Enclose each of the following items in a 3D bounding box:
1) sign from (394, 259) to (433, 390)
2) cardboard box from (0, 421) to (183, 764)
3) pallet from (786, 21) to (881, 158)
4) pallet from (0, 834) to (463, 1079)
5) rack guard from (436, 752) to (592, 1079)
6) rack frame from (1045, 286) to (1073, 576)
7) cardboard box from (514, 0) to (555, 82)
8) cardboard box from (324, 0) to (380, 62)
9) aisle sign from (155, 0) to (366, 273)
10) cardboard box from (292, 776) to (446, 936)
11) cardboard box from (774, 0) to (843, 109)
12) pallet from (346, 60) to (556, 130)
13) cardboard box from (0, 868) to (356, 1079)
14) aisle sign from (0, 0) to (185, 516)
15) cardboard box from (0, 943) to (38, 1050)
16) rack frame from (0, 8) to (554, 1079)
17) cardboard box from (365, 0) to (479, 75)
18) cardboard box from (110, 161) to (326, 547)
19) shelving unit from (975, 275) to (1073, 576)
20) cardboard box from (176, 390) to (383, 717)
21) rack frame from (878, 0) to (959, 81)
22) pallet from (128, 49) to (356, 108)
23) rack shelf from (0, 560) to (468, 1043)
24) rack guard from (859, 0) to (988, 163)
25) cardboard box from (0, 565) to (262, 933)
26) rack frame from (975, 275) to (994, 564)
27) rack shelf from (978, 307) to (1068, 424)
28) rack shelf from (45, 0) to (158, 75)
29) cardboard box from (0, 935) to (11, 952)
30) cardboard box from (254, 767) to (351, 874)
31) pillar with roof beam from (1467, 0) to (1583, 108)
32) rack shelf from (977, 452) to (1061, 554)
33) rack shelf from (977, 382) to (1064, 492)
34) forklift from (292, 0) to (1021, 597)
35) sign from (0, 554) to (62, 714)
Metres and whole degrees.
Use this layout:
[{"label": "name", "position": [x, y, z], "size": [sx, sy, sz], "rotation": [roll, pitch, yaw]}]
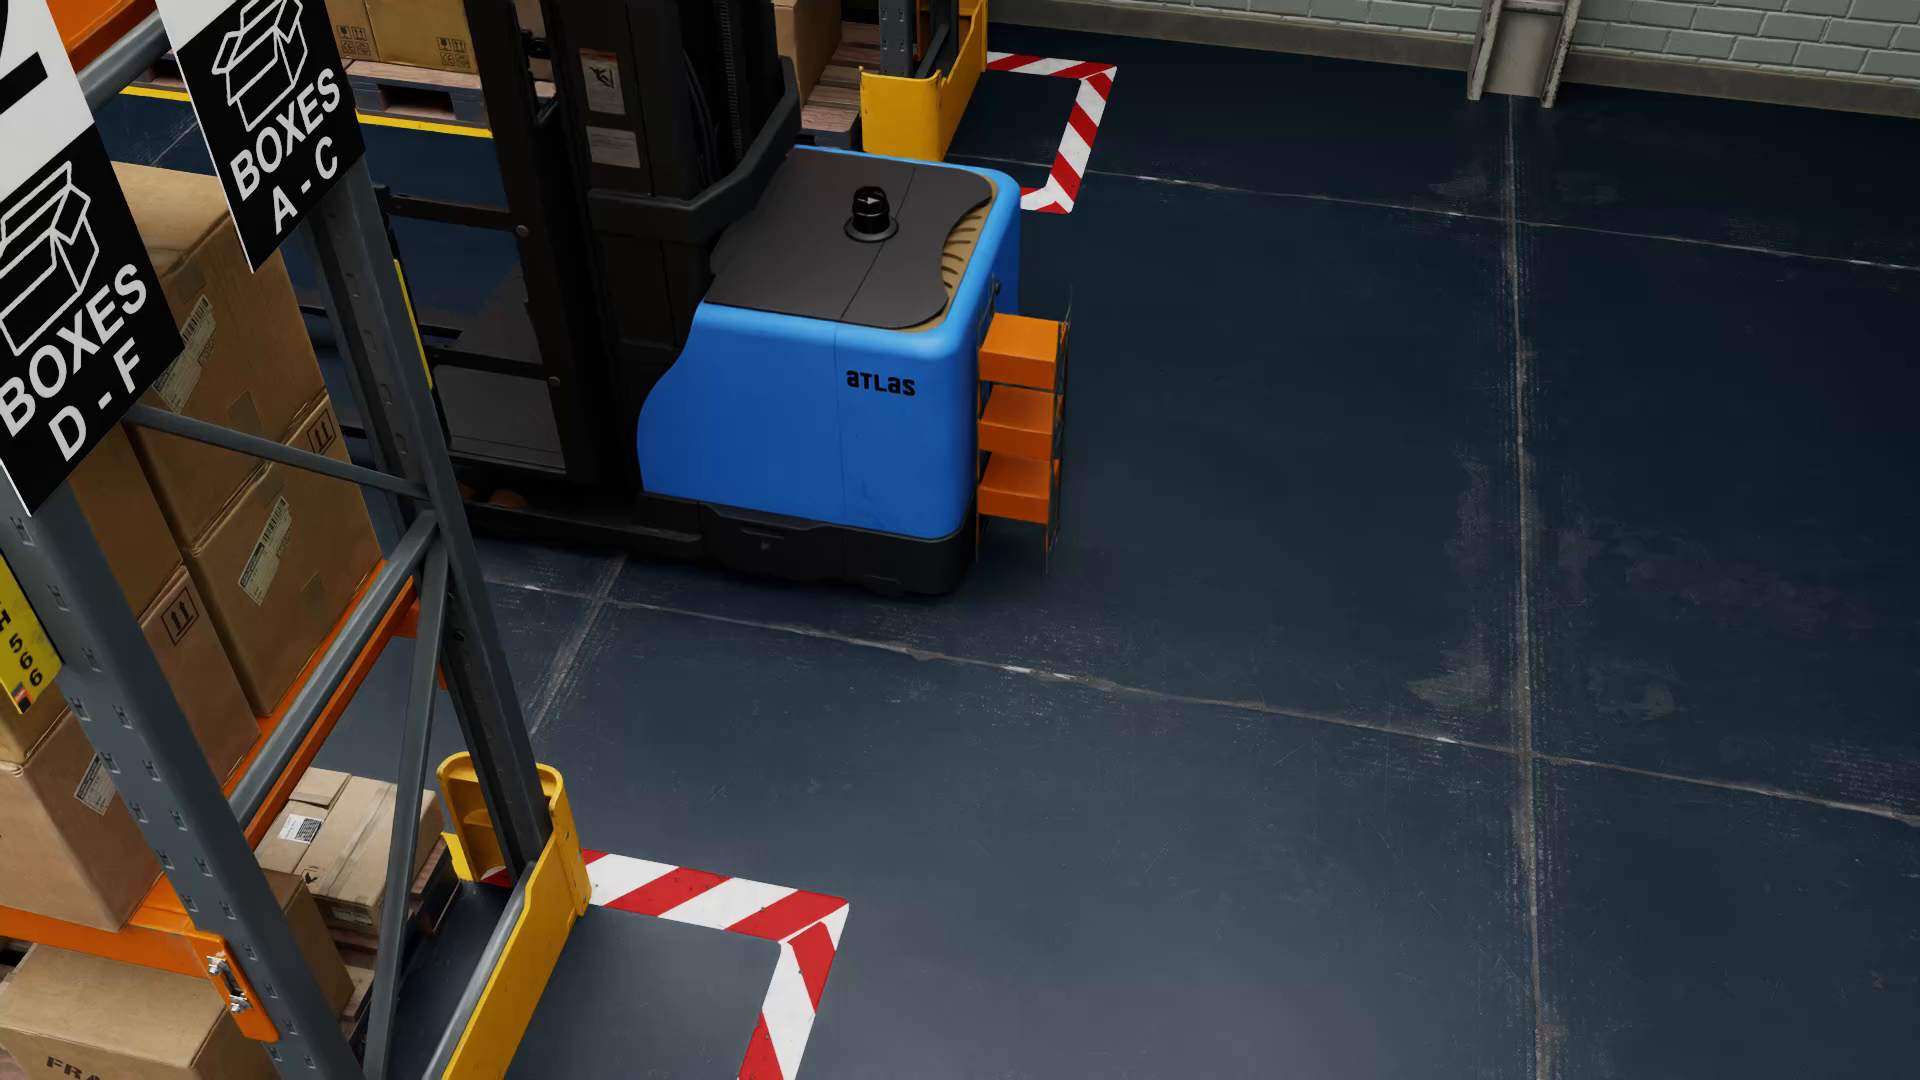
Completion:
[{"label": "sign", "position": [-1.133, -0.410, 3.389], "size": [0.005, 0.325, 0.100], "rotation": [9, 45, 9]}, {"label": "cardboard box", "position": [-1.746, -0.008, 2.803], "size": [0.500, 0.500, 0.500], "rotation": [8, 45, 9]}, {"label": "pallet", "position": [-0.971, -2.147, 7.829], "size": [1.213, 0.211, 1.003], "rotation": [9, 45, 9]}, {"label": "pallet", "position": [-2.104, 1.142, 4.411], "size": [1.213, 0.211, 1.003], "rotation": [9, 45, 9]}, {"label": "rack guard", "position": [-1.325, 1.158, 4.186], "size": [0.348, 0.500, 1.175], "rotation": [9, 45, 9]}, {"label": "rack frame", "position": [0.315, -0.325, 5.330], "size": [0.008, 1.050, 0.200], "rotation": [10, 45, 10]}, {"label": "cardboard box", "position": [-1.857, -2.524, 7.709], "size": [0.500, 0.500, 0.700], "rotation": [7, 44, 8]}, {"label": "cardboard box", "position": [-2.880, -2.679, 7.870], "size": [0.500, 0.500, 0.700], "rotation": [8, 45, 9]}, {"label": "aisle sign", "position": [-1.121, -0.856, 2.602], "size": [0.004, 0.787, 0.394], "rotation": [9, 45, 9]}, {"label": "cardboard box", "position": [-1.585, 0.842, 4.451], "size": [0.250, 0.149, 0.380], "rotation": [9, 45, 9]}, {"label": "cardboard box", "position": [-0.878, -2.373, 7.552], "size": [0.500, 0.500, 0.700], "rotation": [9, 45, 9]}, {"label": "pallet", "position": [-2.157, -2.334, 8.022], "size": [1.213, 0.211, 1.003], "rotation": [9, 45, 9]}, {"label": "cardboard box", "position": [-1.836, 1.096, 3.934], "size": [0.500, 0.500, 0.500], "rotation": [9, 45, 9]}, {"label": "aisle sign", "position": [-1.252, -0.450, 2.180], "size": [0.004, 0.787, 0.394], "rotation": [9, 45, 9]}, {"label": "cardboard box", "position": [-2.211, 1.094, 4.177], "size": [0.250, 0.166, 0.380], "rotation": [9, 45, 9]}, {"label": "rack frame", "position": [-1.251, 0.269, 3.307], "size": [0.127, 3.000, 1.000], "rotation": [9, 45, 9]}, {"label": "cardboard box", "position": [-2.379, -2.600, 7.788], "size": [0.500, 0.500, 0.700], "rotation": [10, 45, 10]}, {"label": "cardboard box", "position": [-1.627, -0.373, 3.181], "size": [0.500, 0.500, 0.500], "rotation": [10, 45, 10]}, {"label": "shelving unit", "position": [0.197, -0.345, 5.351], "size": [0.252, 1.050, 0.215], "rotation": [10, 45, 10]}, {"label": "cardboard box", "position": [-1.627, -0.013, 3.528], "size": [0.500, 0.500, 0.500], "rotation": [10, 45, 10]}, {"label": "rack frame", "position": [-0.173, -3.084, 6.791], "size": [0.127, 3.000, 1.000], "rotation": [9, 45, 9]}, {"label": "pallet", "position": [-3.352, -2.517, 8.213], "size": [1.213, 0.211, 1.003], "rotation": [9, 45, 9]}, {"label": "rack shelf", "position": [-3.203, 0.225, 3.872], "size": [4.000, 0.370, 1.077], "rotation": [9, 45, 9]}, {"label": "rack guard", "position": [-0.150, -2.180, 7.654], "size": [0.348, 0.500, 1.175], "rotation": [9, 45, 9]}, {"label": "cardboard box", "position": [-1.748, 0.349, 3.152], "size": [0.500, 0.500, 0.500], "rotation": [10, 45, 10]}, {"label": "rack frame", "position": [0.078, -0.364, 5.372], "size": [0.008, 1.050, 0.200], "rotation": [10, 45, 10]}, {"label": "rack shelf", "position": [0.197, -0.541, 5.161], "size": [0.240, 0.259, 0.215], "rotation": [10, 45, 10]}, {"label": "rack shelf", "position": [-3.203, -0.855, 2.831], "size": [4.000, 0.370, 1.077], "rotation": [9, 45, 9]}, {"label": "cardboard box", "position": [-2.756, 1.021, 4.191], "size": [0.500, 0.250, 0.500], "rotation": [9, 45, 9]}, {"label": "cardboard box", "position": [-1.829, 0.798, 4.484], "size": [0.250, 0.166, 0.380], "rotation": [9, 45, 9]}, {"label": "pillar with roof beam", "position": [1.710, -2.508, 1.867], "size": [0.400, 9.000, 9.100], "rotation": [9, 45, 9]}, {"label": "rack shelf", "position": [0.197, -0.137, 5.551], "size": [0.240, 0.259, 0.215], "rotation": [10, 45, 10]}, {"label": "rack shelf", "position": [0.197, -0.337, 5.358], "size": [0.240, 0.259, 0.215], "rotation": [10, 45, 10]}, {"label": "forklift", "position": [-1.360, -1.411, 5.102], "size": [3.031, 2.935, 1.130], "rotation": [10, 45, 10]}, {"label": "sign", "position": [-1.392, 0.111, 2.409], "size": [0.005, 0.325, 0.100], "rotation": [9, 45, 9]}]
